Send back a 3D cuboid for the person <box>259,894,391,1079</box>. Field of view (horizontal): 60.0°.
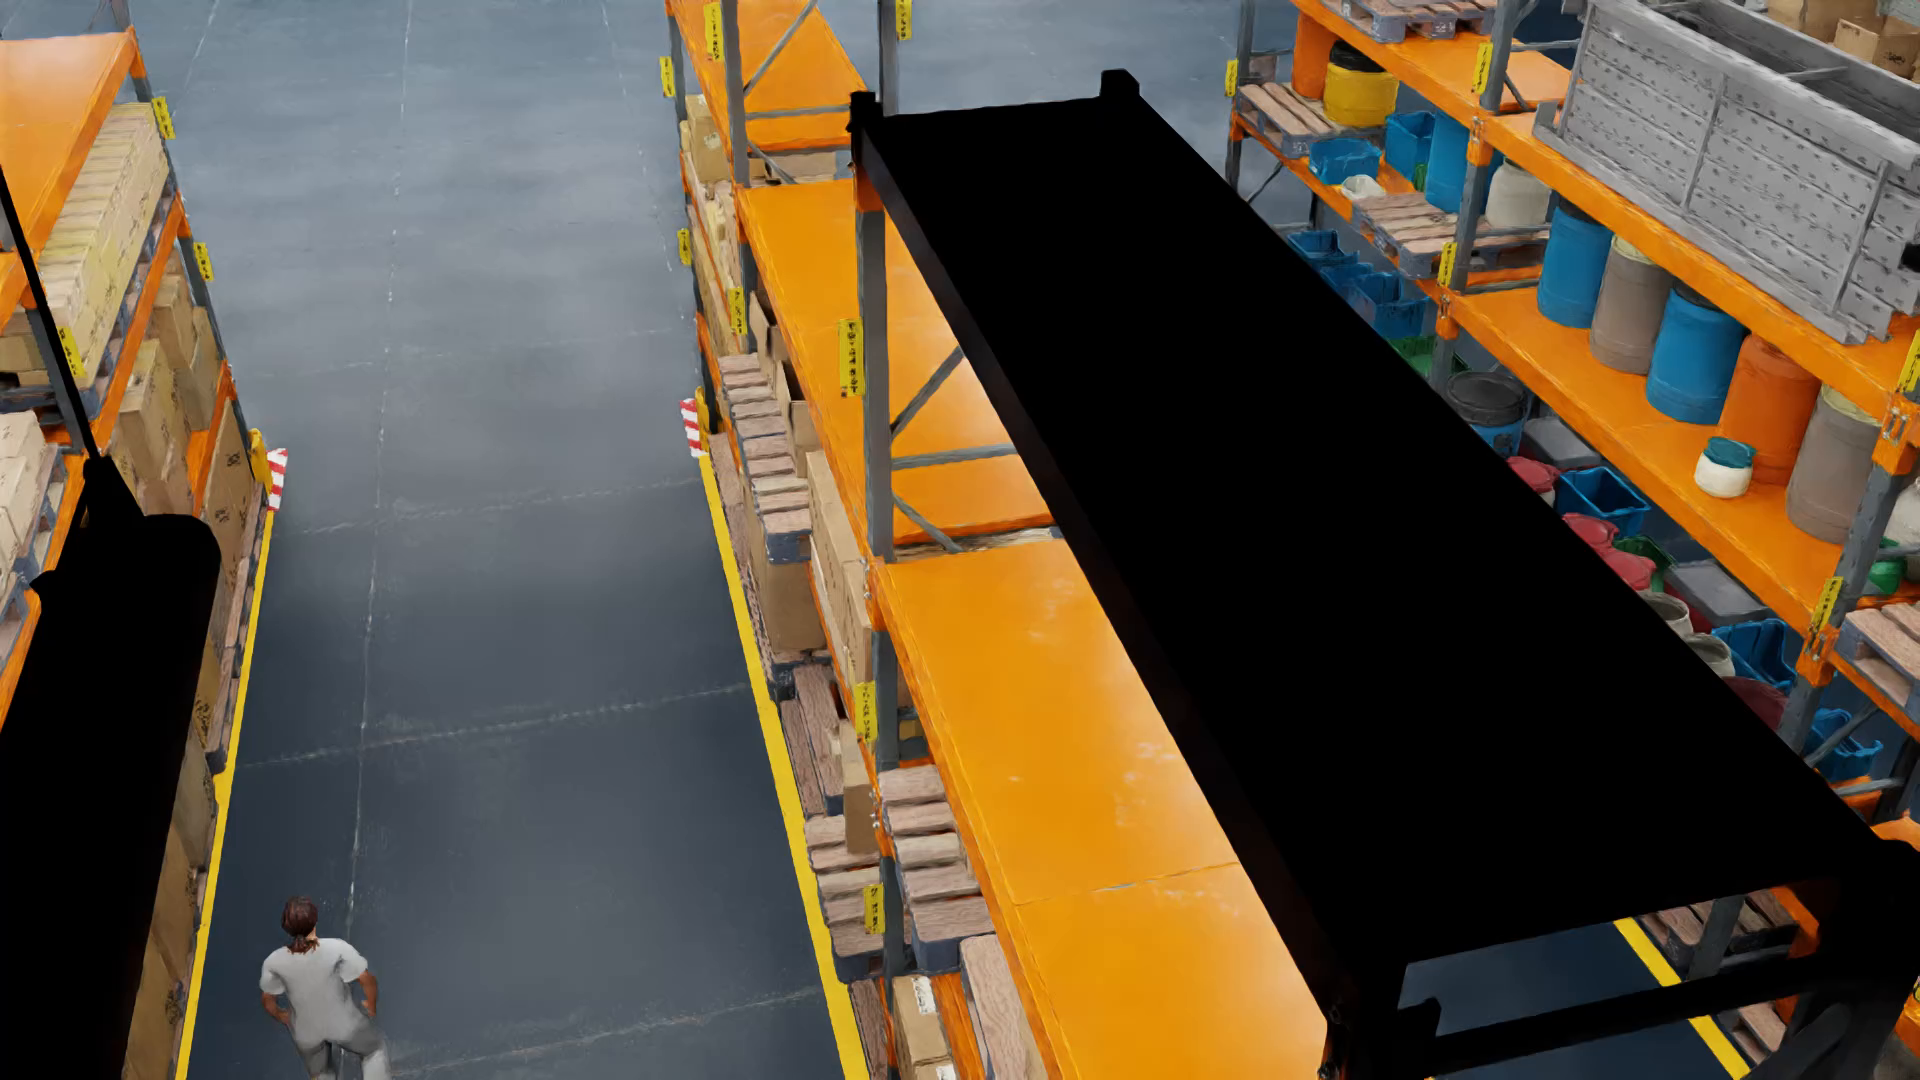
[{"bbox_3d":[-3.371,2.601,8.896,0.580,1.600,0.507,-9,35,-13],"label":"person"}]
